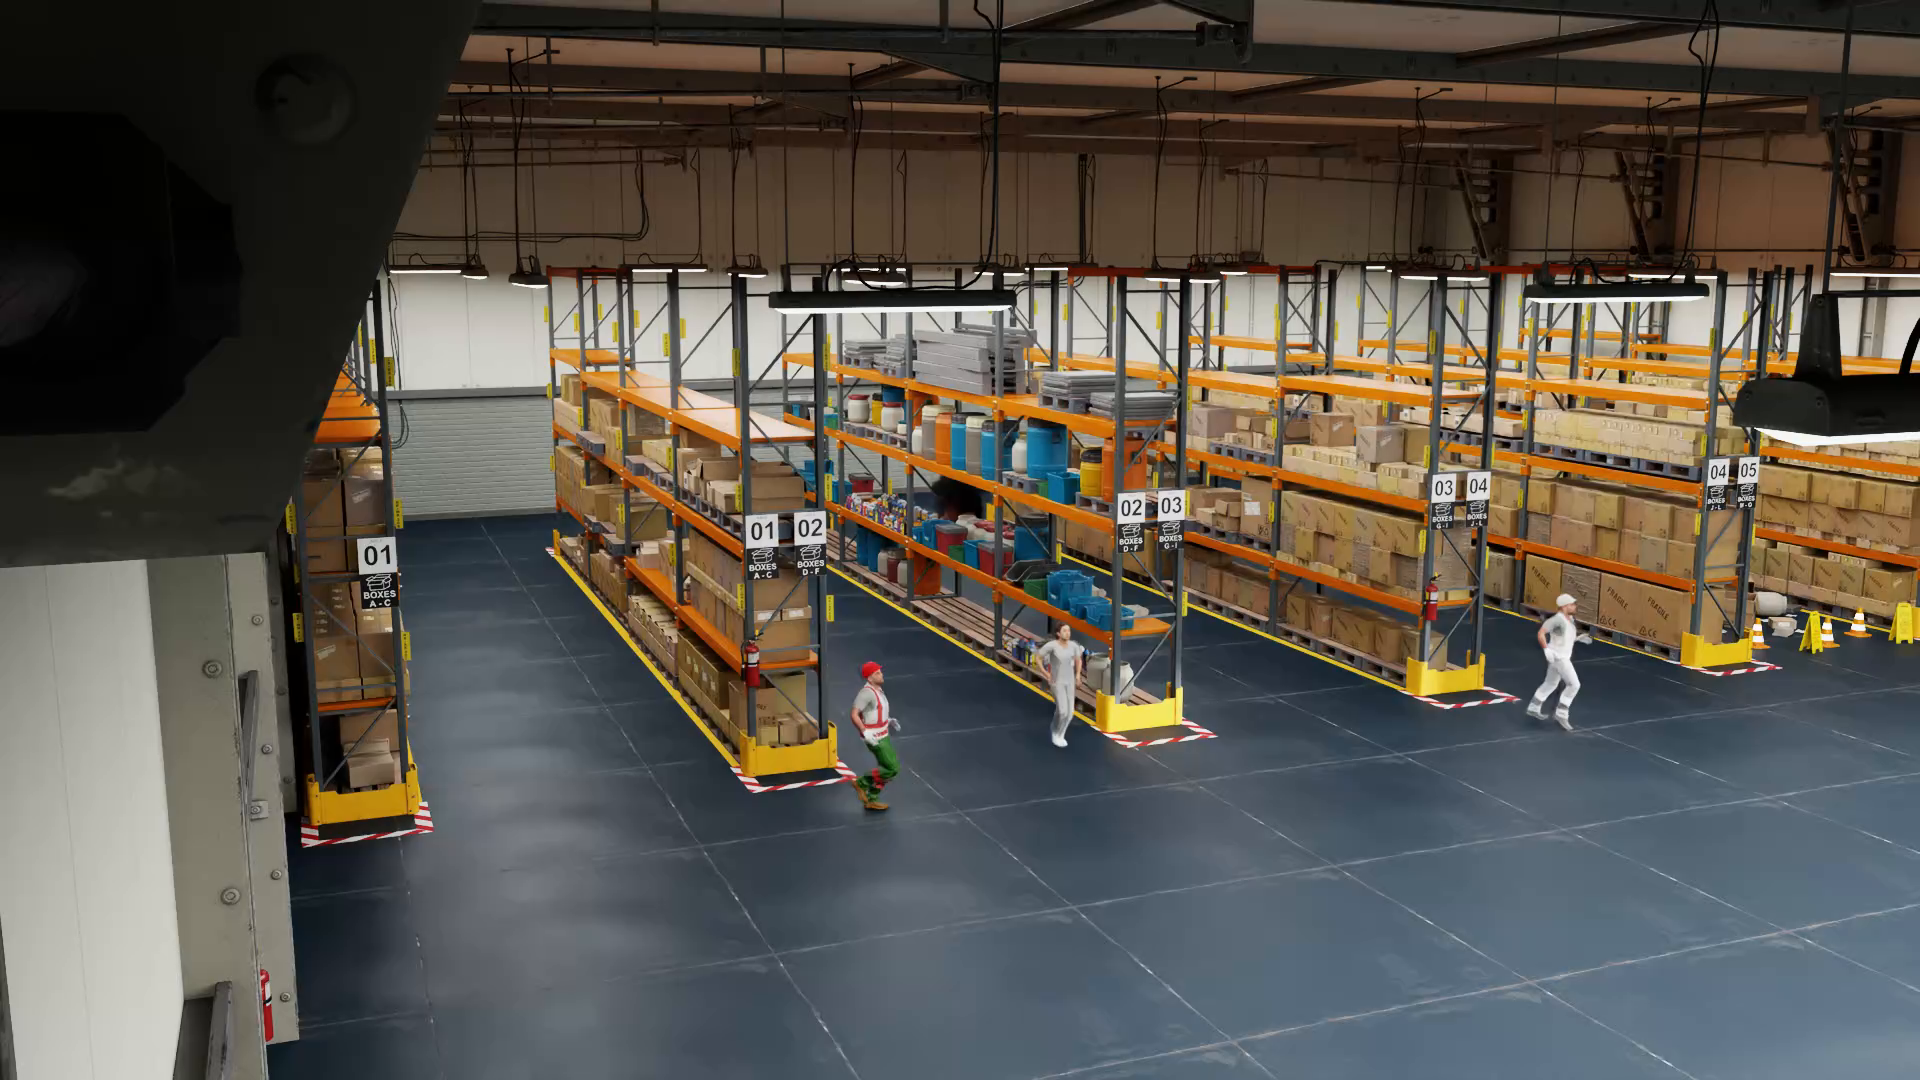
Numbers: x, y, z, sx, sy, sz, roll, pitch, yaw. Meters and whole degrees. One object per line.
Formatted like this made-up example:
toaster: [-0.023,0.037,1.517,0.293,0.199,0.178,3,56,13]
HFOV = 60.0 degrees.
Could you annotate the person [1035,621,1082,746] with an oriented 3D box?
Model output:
person: [1.316,1.856,21.298,0.612,1.638,0.494,-4,11,-22]

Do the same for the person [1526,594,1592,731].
person: [8.033,1.612,22.280,0.775,1.830,0.643,5,11,27]

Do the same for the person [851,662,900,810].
person: [-0.925,2.228,18.900,0.517,1.711,0.680,1,10,8]
